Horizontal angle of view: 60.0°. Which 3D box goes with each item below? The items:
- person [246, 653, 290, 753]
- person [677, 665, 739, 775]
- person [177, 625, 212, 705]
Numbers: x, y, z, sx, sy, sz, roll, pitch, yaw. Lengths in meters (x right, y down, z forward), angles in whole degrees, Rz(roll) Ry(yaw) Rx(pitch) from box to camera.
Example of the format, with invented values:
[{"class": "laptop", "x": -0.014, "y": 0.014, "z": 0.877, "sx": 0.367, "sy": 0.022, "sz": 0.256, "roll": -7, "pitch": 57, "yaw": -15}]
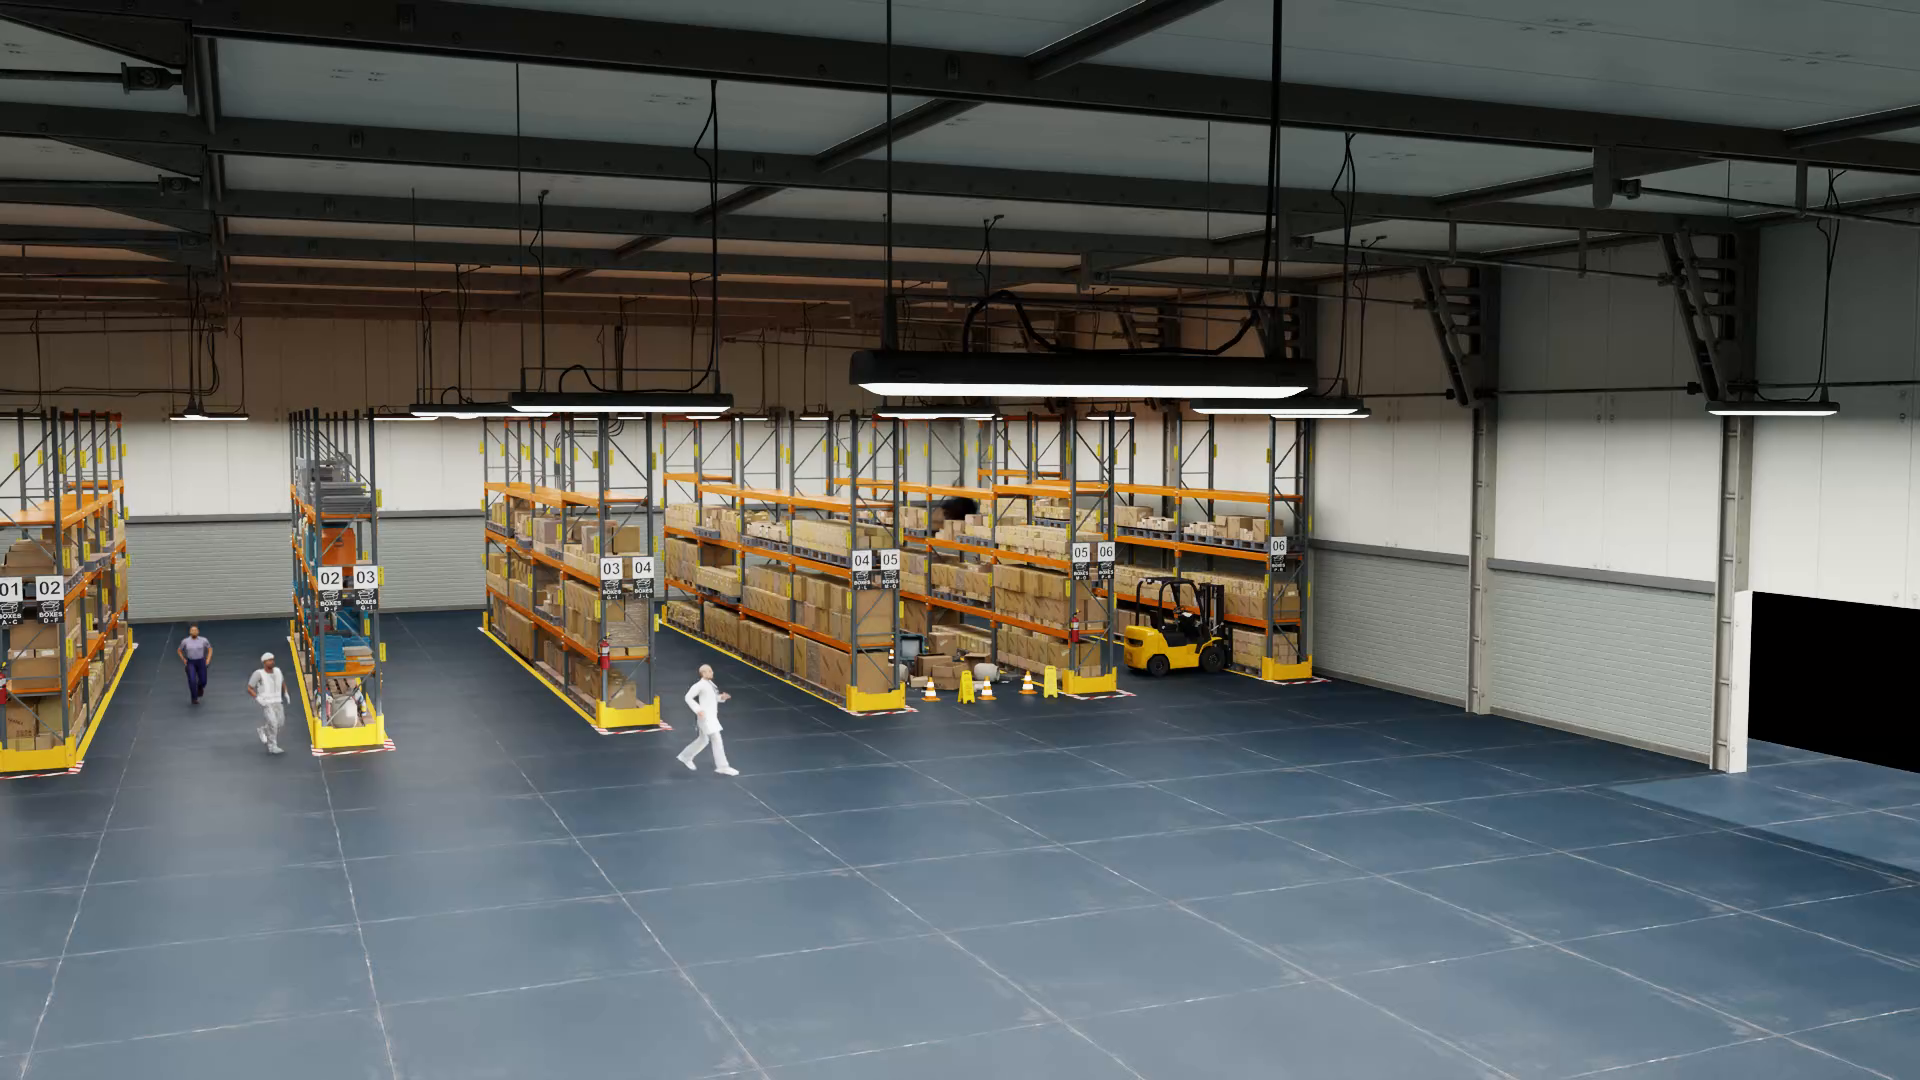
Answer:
[{"class": "person", "x": -12.048, "y": 2.824, "z": 28.935, "sx": 0.729, "sy": 1.743, "sz": 0.725, "roll": 2, "pitch": 5, "yaw": 30}, {"class": "person", "x": -4.111, "y": 2.910, "z": 27.034, "sx": 1.054, "sy": 1.774, "sz": 0.699, "roll": 0, "pitch": 4, "yaw": 6}, {"class": "person", "x": -15.633, "y": 2.537, "z": 33.996, "sx": 0.648, "sy": 1.596, "sz": 0.592, "roll": -2, "pitch": 5, "yaw": -29}]
